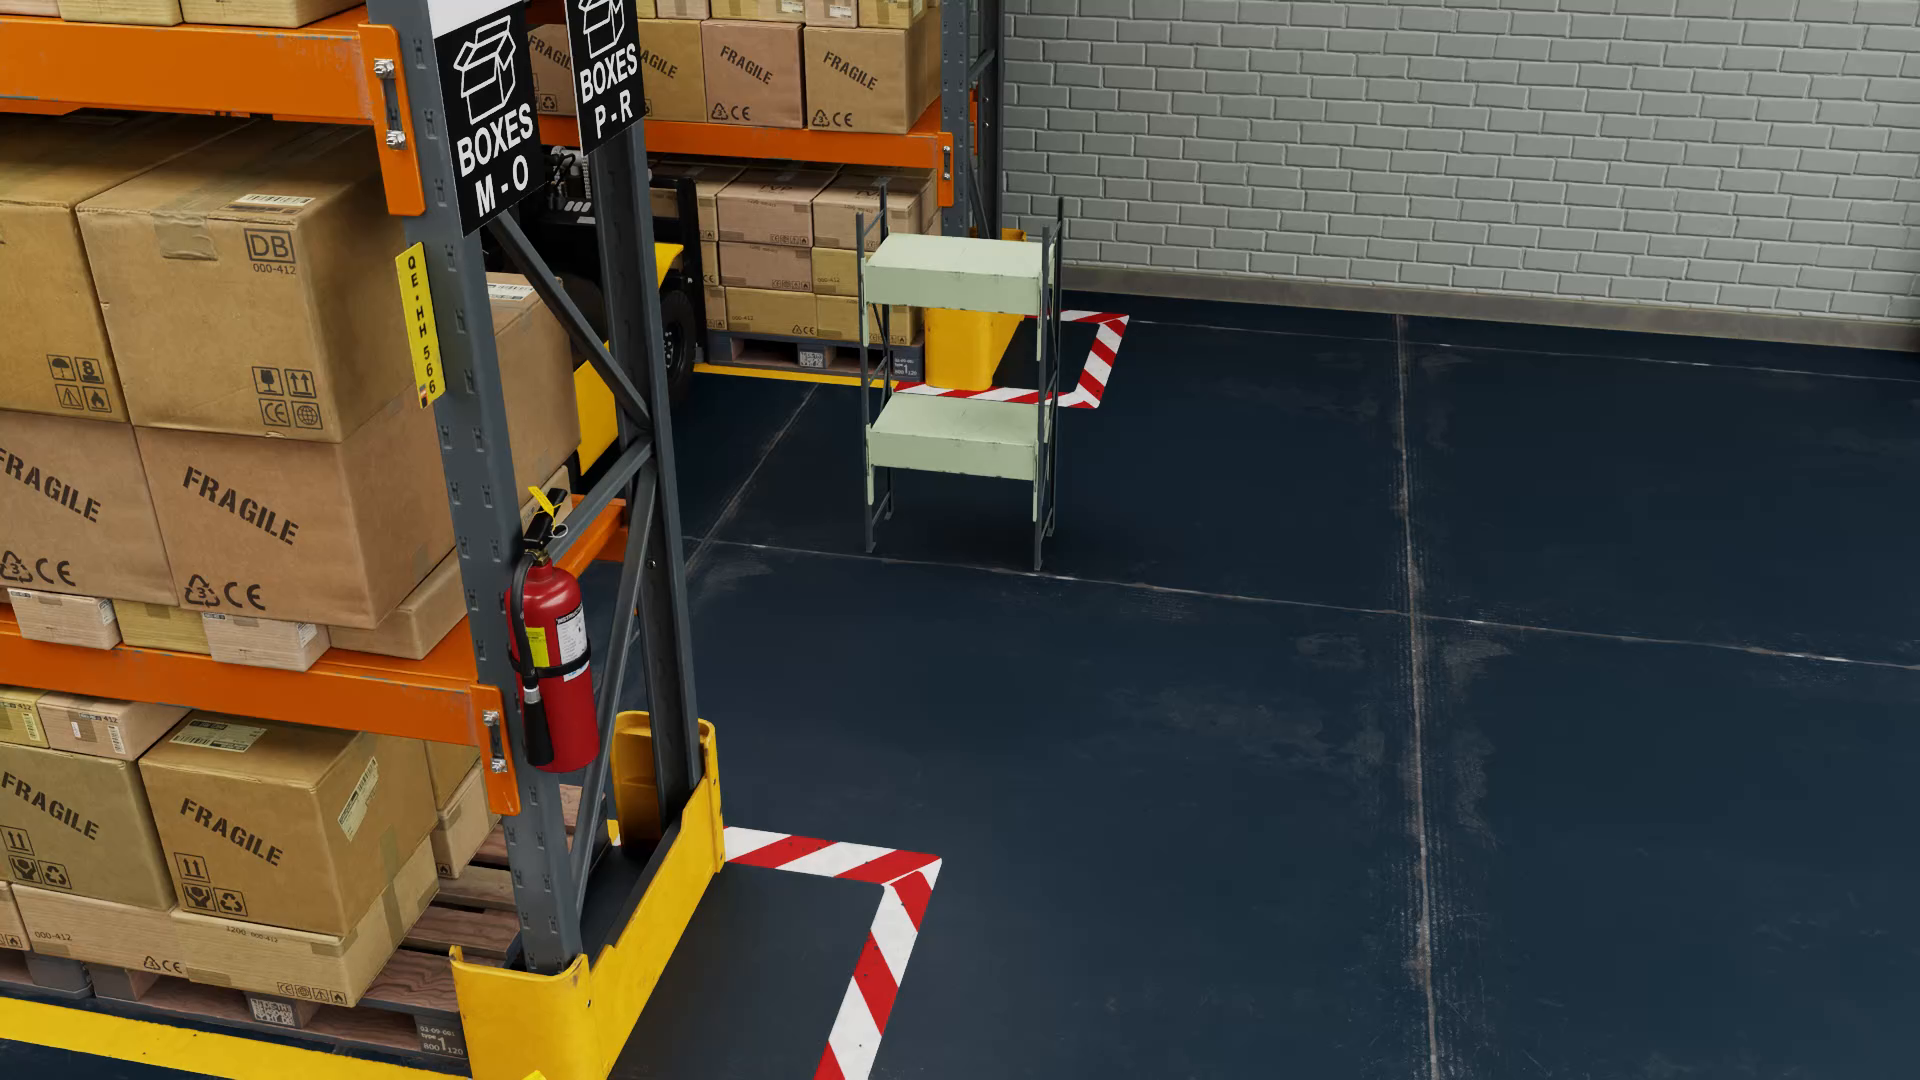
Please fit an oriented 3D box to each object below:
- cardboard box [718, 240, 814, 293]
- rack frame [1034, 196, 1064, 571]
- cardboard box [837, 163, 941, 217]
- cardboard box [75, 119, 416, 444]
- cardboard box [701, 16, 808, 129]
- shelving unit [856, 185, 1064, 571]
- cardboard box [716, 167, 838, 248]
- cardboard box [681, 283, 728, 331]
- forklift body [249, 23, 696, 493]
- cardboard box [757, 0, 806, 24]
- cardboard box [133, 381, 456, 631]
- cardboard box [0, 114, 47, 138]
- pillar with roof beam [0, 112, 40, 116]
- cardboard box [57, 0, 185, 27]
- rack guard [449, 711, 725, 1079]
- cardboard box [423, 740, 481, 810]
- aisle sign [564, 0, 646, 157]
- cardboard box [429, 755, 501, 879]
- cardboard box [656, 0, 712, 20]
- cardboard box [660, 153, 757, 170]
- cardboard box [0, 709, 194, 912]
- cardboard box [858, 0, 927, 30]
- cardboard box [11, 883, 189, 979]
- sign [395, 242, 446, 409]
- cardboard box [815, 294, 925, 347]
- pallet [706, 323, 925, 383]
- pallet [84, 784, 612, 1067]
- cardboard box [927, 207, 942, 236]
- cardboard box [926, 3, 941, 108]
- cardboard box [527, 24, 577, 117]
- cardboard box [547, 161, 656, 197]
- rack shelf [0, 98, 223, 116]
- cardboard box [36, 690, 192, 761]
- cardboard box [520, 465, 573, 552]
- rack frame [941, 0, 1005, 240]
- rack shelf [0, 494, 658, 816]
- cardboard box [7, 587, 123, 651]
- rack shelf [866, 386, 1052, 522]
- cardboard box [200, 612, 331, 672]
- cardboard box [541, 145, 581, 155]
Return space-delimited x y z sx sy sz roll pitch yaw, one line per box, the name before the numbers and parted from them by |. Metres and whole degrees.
cardboard box | -0.958 -1.533 8.832 0.500 0.250 0.500 6 29 10
rack frame | 0.364 -0.620 6.822 0.023 1.500 0.400 6 29 11
cardboard box | -0.359 -1.932 9.040 0.500 0.250 0.500 5 29 10
cardboard box | -1.506 -0.608 3.782 0.500 0.500 0.700 5 29 9
cardboard box | -0.970 -2.404 8.414 0.500 0.500 0.500 7 29 12
shelving unit | 0.007 -0.657 6.889 0.755 1.500 0.431 6 29 11
cardboard box | -0.944 -1.743 8.695 0.500 0.250 0.500 6 29 11
cardboard box | -1.425 -1.364 9.043 0.500 0.250 0.500 6 29 11
forklift body | -2.164 -1.339 7.456 1.214 2.155 2.313 6 29 11
cardboard box | -0.823 -2.676 8.235 0.250 0.149 0.380 6 29 12
cardboard box | -1.549 -0.146 3.979 0.500 0.500 0.500 5 29 10
cardboard box | -2.520 -0.665 3.887 0.500 0.500 0.700 6 29 10
pillar with roof beam | -7.188 -4.083 5.336 0.400 9.000 9.100 6 29 11
cardboard box | -1.618 -1.166 3.395 0.250 0.149 0.380 6 29 11
rack guard | -1.035 1.042 4.826 0.348 0.500 1.175 6 29 11
cardboard box | -1.716 0.433 4.980 0.500 0.500 0.500 5 29 9
aisle sign | -0.836 -1.326 3.842 0.004 0.787 0.394 6 29 11
cardboard box | -1.692 0.764 5.156 0.500 0.250 0.500 6 29 10
cardboard box | -1.334 -2.711 8.299 0.250 0.149 0.380 5 29 9
cardboard box | -1.335 -2.035 9.229 0.500 0.250 0.500 6 29 10
cardboard box | -2.310 0.638 4.607 0.500 0.500 0.500 7 29 12
cardboard box | -0.326 -2.610 8.114 0.250 0.149 0.380 6 29 11
cardboard box | -2.313 0.965 4.790 0.500 0.250 0.500 6 29 11
sign | -1.097 -0.435 3.385 0.005 0.325 0.100 6 29 11
cardboard box | -0.454 -1.255 8.845 0.500 0.250 0.500 6 29 11
pallet | -0.685 -1.212 9.244 1.213 0.211 1.003 6 29 11
pallet | -1.822 1.071 5.074 1.213 0.211 1.003 6 29 11
cardboard box | -0.345 -1.720 9.174 0.500 0.250 0.500 6 29 11
cardboard box | -0.355 -2.602 8.775 0.500 0.500 0.500 7 29 12
cardboard box | -1.965 -2.501 8.590 0.500 0.500 0.500 6 29 11
cardboard box | -1.934 -1.843 8.878 0.500 0.250 0.500 5 29 10
rack shelf | -5.796 -2.664 9.742 4.000 0.370 1.077 6 29 11
cardboard box | -2.172 0.399 4.368 0.250 0.149 0.380 7 29 12
cardboard box | -1.250 -0.068 4.512 0.250 0.149 0.380 6 29 11
rack frame | 0.072 -2.378 8.470 0.127 3.000 1.000 6 29 11
rack shelf | -2.917 0.068 4.751 4.000 0.370 1.077 6 29 11
cardboard box | -2.147 0.106 4.195 0.250 0.149 0.380 6 29 11
rack shelf | 0.007 -0.371 7.045 0.720 0.370 0.431 6 29 11
cardboard box | -1.642 0.153 4.108 0.250 0.149 0.380 6 29 10
cardboard box | -2.328 -2.137 9.414 0.500 0.250 0.500 6 29 11
